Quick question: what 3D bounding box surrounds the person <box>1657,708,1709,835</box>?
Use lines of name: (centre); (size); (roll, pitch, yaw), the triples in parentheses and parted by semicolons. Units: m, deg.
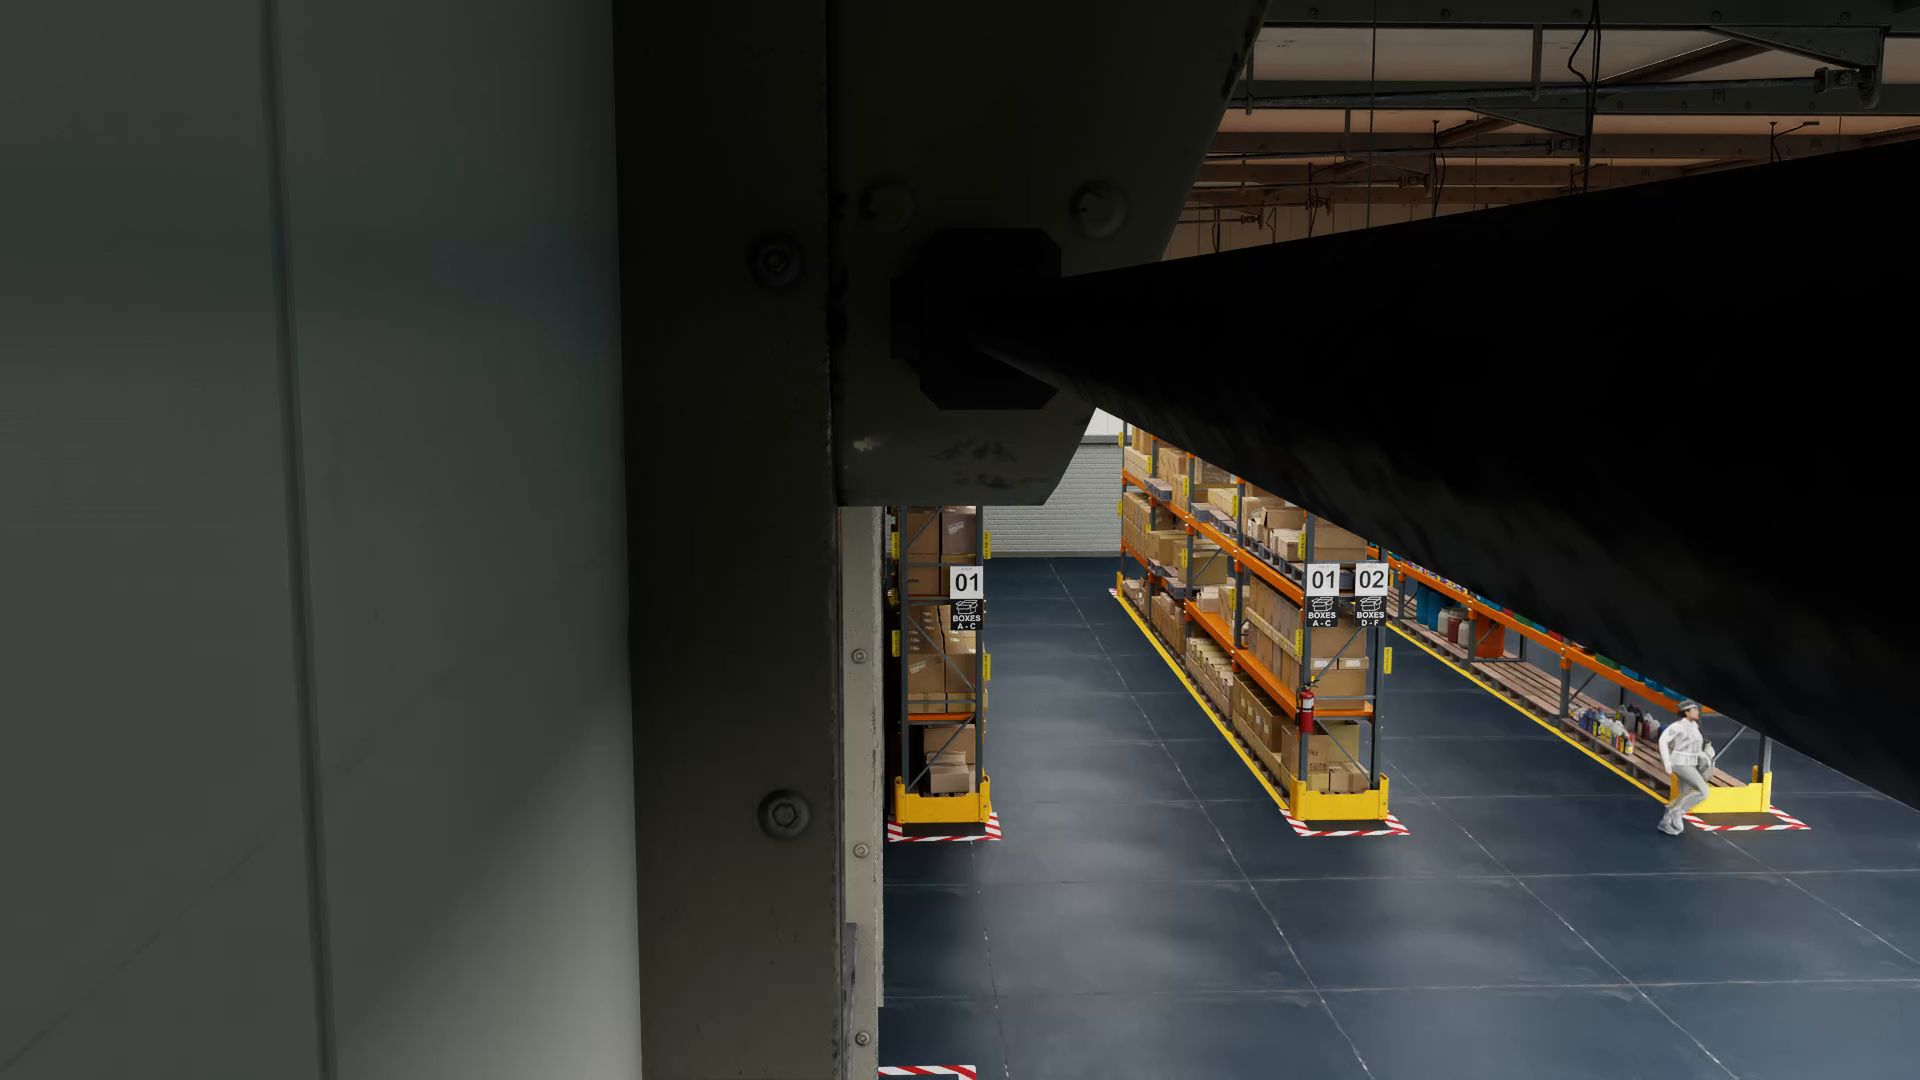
person: (8.779, 2.741, 20.011); (0.577, 1.580, 0.606); (8, 11, 44)
